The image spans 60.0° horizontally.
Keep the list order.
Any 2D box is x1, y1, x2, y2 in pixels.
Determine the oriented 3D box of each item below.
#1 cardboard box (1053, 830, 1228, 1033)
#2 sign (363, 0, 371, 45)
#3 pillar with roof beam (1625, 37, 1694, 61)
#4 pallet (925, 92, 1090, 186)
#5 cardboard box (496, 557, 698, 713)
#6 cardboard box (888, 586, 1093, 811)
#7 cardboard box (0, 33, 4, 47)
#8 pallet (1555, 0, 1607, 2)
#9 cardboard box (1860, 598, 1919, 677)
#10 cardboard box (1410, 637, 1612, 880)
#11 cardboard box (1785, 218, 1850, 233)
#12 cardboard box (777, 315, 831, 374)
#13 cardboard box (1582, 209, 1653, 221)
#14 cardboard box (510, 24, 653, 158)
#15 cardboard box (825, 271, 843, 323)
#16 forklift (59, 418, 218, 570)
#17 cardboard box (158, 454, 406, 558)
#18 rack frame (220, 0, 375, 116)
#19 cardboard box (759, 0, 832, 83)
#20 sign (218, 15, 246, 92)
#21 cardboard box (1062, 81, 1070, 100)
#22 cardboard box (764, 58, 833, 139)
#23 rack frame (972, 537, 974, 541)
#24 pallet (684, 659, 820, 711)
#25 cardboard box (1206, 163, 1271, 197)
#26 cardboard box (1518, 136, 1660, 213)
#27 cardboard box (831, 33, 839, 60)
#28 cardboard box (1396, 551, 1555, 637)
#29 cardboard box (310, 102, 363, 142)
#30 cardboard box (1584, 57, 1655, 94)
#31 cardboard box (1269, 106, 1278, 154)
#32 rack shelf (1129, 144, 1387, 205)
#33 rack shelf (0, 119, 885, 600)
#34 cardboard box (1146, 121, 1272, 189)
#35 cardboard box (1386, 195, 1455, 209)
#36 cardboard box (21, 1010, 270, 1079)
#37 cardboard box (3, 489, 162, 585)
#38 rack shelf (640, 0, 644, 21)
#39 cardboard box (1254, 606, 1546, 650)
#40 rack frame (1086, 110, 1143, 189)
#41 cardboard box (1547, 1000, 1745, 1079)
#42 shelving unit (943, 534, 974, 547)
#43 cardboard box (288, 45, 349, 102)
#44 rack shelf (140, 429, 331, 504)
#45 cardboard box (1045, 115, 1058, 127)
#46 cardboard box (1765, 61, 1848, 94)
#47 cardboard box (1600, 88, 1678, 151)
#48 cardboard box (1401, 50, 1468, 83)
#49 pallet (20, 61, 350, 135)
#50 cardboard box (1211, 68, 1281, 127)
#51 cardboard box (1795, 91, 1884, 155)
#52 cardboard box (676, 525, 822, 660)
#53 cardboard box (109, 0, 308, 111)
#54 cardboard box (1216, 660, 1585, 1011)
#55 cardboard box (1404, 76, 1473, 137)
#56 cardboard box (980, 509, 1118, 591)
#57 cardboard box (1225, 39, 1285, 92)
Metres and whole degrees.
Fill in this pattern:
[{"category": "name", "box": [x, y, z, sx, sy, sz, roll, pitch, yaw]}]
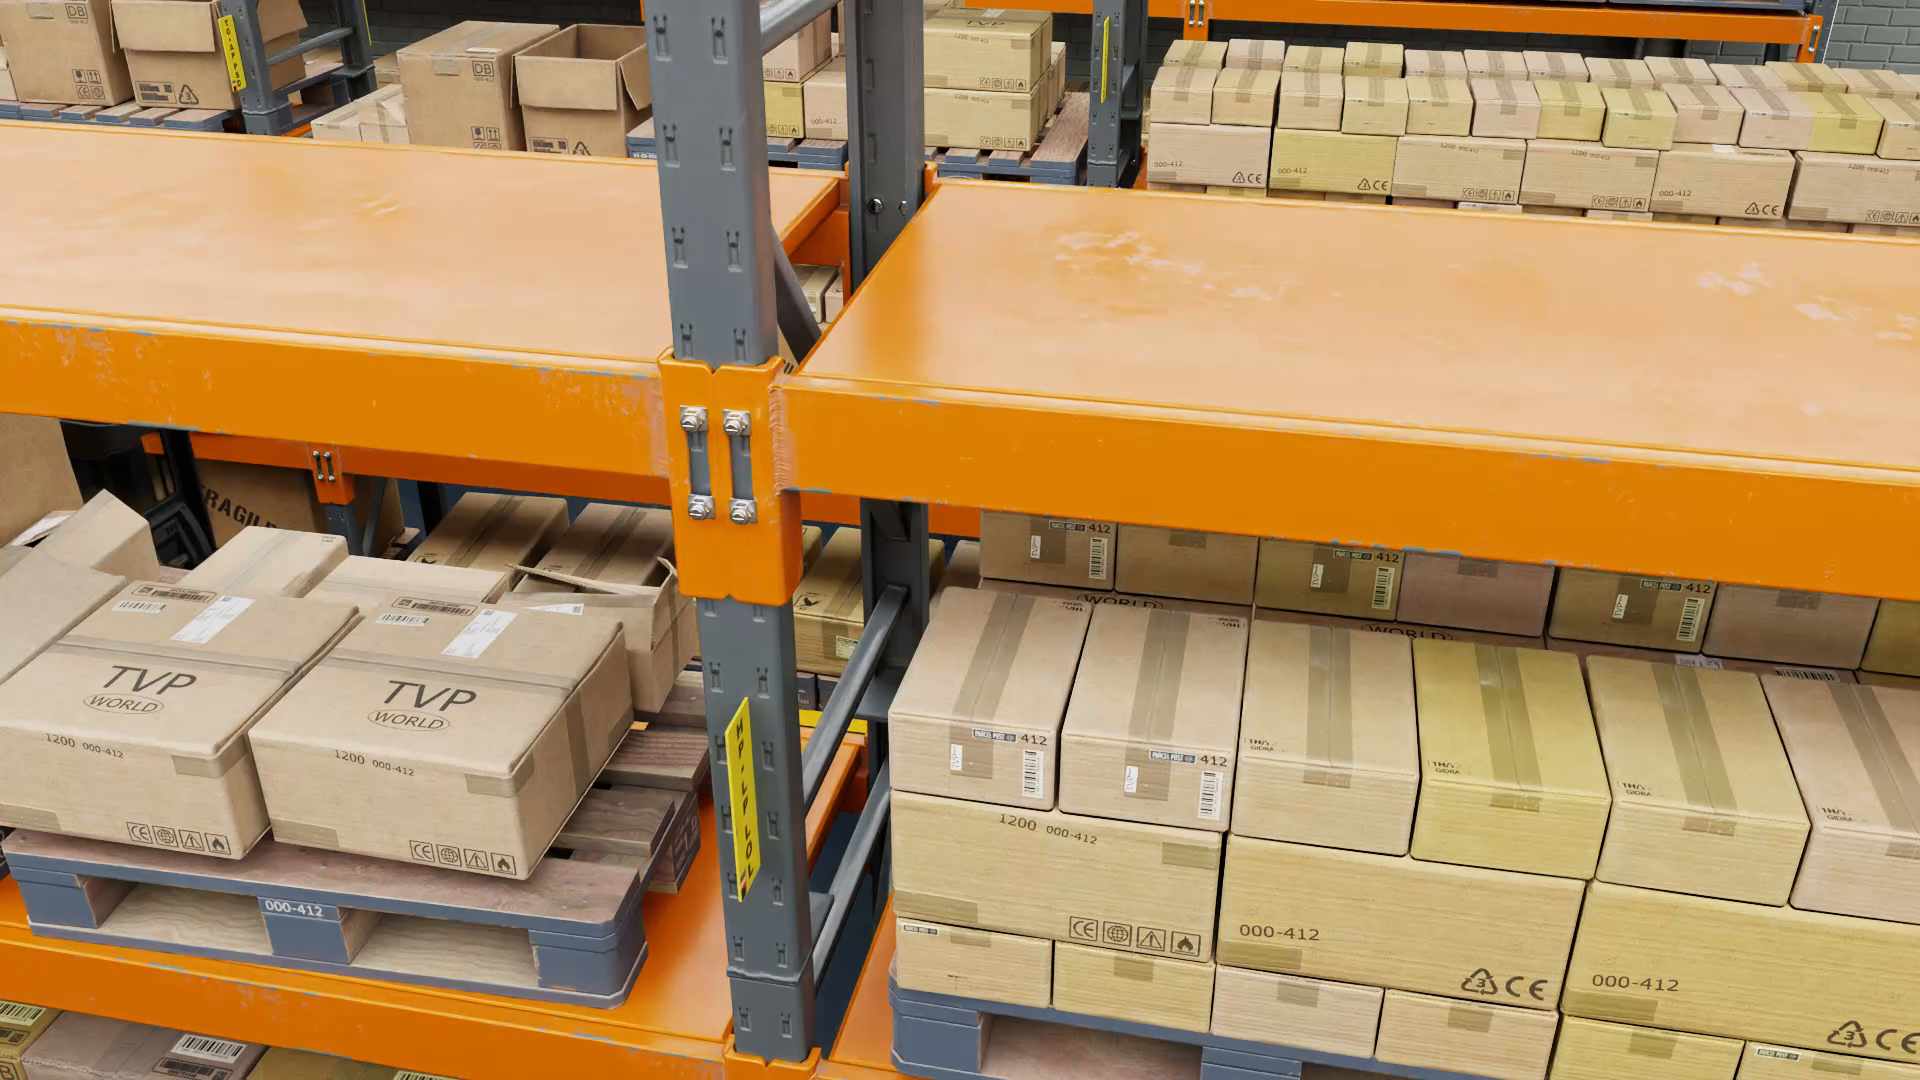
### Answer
[{"category": "cardboard box", "box": [0.310, 0.614, 2.763, 0.250, 0.149, 0.380, 6, 29, 11]}, {"category": "sign", "box": [-3.091, -2.706, 8.570, 0.005, 0.325, 0.100, 6, 29, 11]}, {"category": "pillar with roof beam", "box": [4.259, -3.541, 7.510, 0.400, 9.000, 9.100, 6, 29, 11]}, {"category": "pallet", "box": [0.124, -1.854, 7.746, 1.003, 0.211, 1.213, 6, 29, 11]}, {"category": "cardboard box", "box": [-0.767, 0.164, 3.464, 0.396, 0.266, 0.258, 5, 29, 10]}, {"category": "cardboard box", "box": [0.056, 0.239, 2.617, 0.250, 0.149, 0.380, 6, 29, 11]}, {"category": "cardboard box", "box": [-4.990, -2.494, 8.178, 0.500, 0.500, 0.500, 6, 29, 11]}, {"category": "pallet", "box": [3.768, -3.920, 11.417, 1.213, 0.211, 1.003, 6, 29, 11]}, {"category": "cardboard box", "box": [1.681, 0.082, 2.904, 0.250, 0.149, 0.380, 6, 29, 11]}, {"category": "cardboard box", "box": [0.802, 0.315, 2.479, 0.250, 0.149, 0.380, 5, 29, 10]}, {"category": "cardboard box", "box": [3.474, -1.326, 6.848, 0.250, 0.149, 0.380, 6, 29, 11]}, {"category": "cardboard box", "box": [-0.782, -0.909, 8.098, 0.500, 0.500, 0.500, 7, 29, 12]}, {"category": "cardboard box", "box": [2.699, -1.350, 6.893, 0.250, 0.149, 0.380, 6, 29, 10]}, {"category": "cardboard box", "box": [-1.708, -2.131, 7.949, 0.637, 0.503, 0.797, 6, 29, 11]}, {"category": "cardboard box", "box": [-0.469, -1.155, 7.871, 0.250, 0.149, 0.380, 5, 29, 9]}, {"category": "forklift", "box": [-3.356, 0.181, 7.029, 3.031, 2.935, 1.130, 8, 30, 14]}, {"category": "cardboard box", "box": [-3.864, -0.270, 9.557, 0.875, 0.875, 0.875, 6, 29, 10]}, {"category": "rack frame", "box": [-3.206, -3.541, 7.509, 0.127, 3.000, 1.000, 6, 29, 11]}, {"category": "cardboard box", "box": [-0.890, -2.252, 7.476, 0.500, 0.250, 0.500, 6, 29, 11]}, {"category": "sign", "box": [-3.330, -2.227, 7.611, 0.005, 0.325, 0.100, 6, 29, 11]}, {"category": "cardboard box", "box": [0.690, -3.397, 12.714, 0.250, 0.149, 0.380, 6, 29, 10]}, {"category": "cardboard box", "box": [-0.888, -2.038, 7.606, 0.500, 0.250, 0.500, 6, 29, 11]}, {"category": "rack frame", "box": [0.104, -0.516, 10.105, 0.006, 1.200, 0.240, 6, 29, 11]}, {"category": "pallet", "box": [-1.253, 0.516, 9.249, 1.213, 0.211, 1.003, 6, 29, 11]}, {"category": "cardboard box", "box": [1.203, -1.514, 7.191, 0.250, 0.149, 0.380, 6, 29, 11]}, {"category": "cardboard box", "box": [2.567, -1.563, 6.866, 0.500, 0.250, 0.500, 6, 29, 11]}, {"category": "cardboard box", "box": [-0.775, -2.280, 8.048, 0.500, 0.250, 0.500, 6, 29, 10]}, {"category": "cardboard box", "box": [0.932, 0.006, 3.043, 0.250, 0.149, 0.380, 6, 29, 11]}, {"category": "cardboard box", "box": [-2.933, -2.003, 8.086, 0.250, 0.149, 0.380, 6, 29, 11]}, {"category": "cardboard box", "box": [2.831, -1.961, 7.178, 0.250, 0.149, 0.380, 6, 29, 12]}, {"category": "cardboard box", "box": [1.196, -1.971, 7.611, 0.500, 0.250, 0.500, 6, 29, 10]}, {"category": "rack shelf", "box": [2.662, -1.308, 7.303, 4.000, 0.370, 1.077, 6, 29, 11]}, {"category": "rack shelf", "box": [-2.185, -0.514, 3.147, 4.000, 0.370, 1.077, 6, 29, 11]}, {"category": "cardboard box", "box": [1.079, -1.716, 7.146, 0.500, 0.250, 0.500, 5, 29, 9]}, {"category": "cardboard box", "box": [1.965, -1.466, 7.104, 0.250, 0.149, 0.380, 5, 29, 9]}, {"category": "cardboard box", "box": [-1.713, 1.196, 3.959, 0.500, 0.500, 0.700, 6, 29, 11]}, {"category": "cardboard box", "box": [-2.015, 0.055, 3.664, 0.258, 0.266, 0.396, 6, 29, 11]}, {"category": "rack shelf", "box": [-4.129, -4.442, 13.027, 4.000, 0.370, 1.077, 6, 29, 11]}, {"category": "cardboard box", "box": [0.801, 0.198, 3.109, 0.500, 0.250, 0.500, 6, 29, 10]}, {"category": "rack frame", "box": [0.706, -0.508, 8.217, 0.127, 3.000, 1.000, 6, 29, 11]}, {"category": "cardboard box", "box": [1.052, 0.690, 2.624, 0.250, 0.149, 0.380, 5, 29, 10]}, {"category": "shelving unit", "box": [0.014, -0.525, 10.121, 0.189, 1.200, 0.258, 6, 29, 11]}, {"category": "cardboard box", "box": [-5.152, -3.664, 13.440, 0.500, 0.500, 0.700, 6, 29, 11]}, {"category": "rack shelf", "box": [-5.162, -0.794, 9.489, 4.000, 0.370, 1.077, 6, 29, 11]}, {"category": "cardboard box", "box": [0.589, -3.129, 12.224, 0.250, 0.149, 0.380, 5, 29, 9]}, {"category": "cardboard box", "box": [3.601, -1.926, 7.114, 0.250, 0.149, 0.380, 6, 29, 10]}, {"category": "cardboard box", "box": [2.719, -1.696, 6.693, 0.250, 0.149, 0.380, 7, 29, 12]}, {"category": "cardboard box", "box": [2.084, -2.037, 7.317, 0.250, 0.149, 0.380, 5, 29, 10]}, {"category": "pallet", "box": [-3.847, -2.182, 8.347, 1.003, 0.211, 1.213, 7, 30, 13]}, {"category": "cardboard box", "box": [1.206, -1.866, 7.005, 0.250, 0.149, 0.380, 7, 29, 12]}, {"category": "cardboard box", "box": [3.490, -1.668, 6.643, 0.250, 0.149, 0.380, 6, 29, 11]}, {"category": "cardboard box", "box": [-1.192, 0.269, 9.096, 0.625, 0.372, 0.950, 7, 29, 12]}, {"category": "cardboard box", "box": [-3.606, -2.422, 8.043, 0.637, 0.503, 0.797, 4, 29, 7]}, {"category": "cardboard box", "box": [0.685, 0.449, 2.651, 0.500, 0.250, 0.500, 6, 29, 10]}, {"category": "cardboard box", "box": [1.967, -1.796, 6.876, 0.250, 0.149, 0.380, 5, 29, 9]}, {"category": "cardboard box", "box": [0.195, -0.070, 3.182, 0.250, 0.149, 0.380, 6, 29, 10]}, {"category": "cardboard box", "box": [1.332, -2.144, 7.513, 0.250, 0.149, 0.380, 5, 29, 9]}]
